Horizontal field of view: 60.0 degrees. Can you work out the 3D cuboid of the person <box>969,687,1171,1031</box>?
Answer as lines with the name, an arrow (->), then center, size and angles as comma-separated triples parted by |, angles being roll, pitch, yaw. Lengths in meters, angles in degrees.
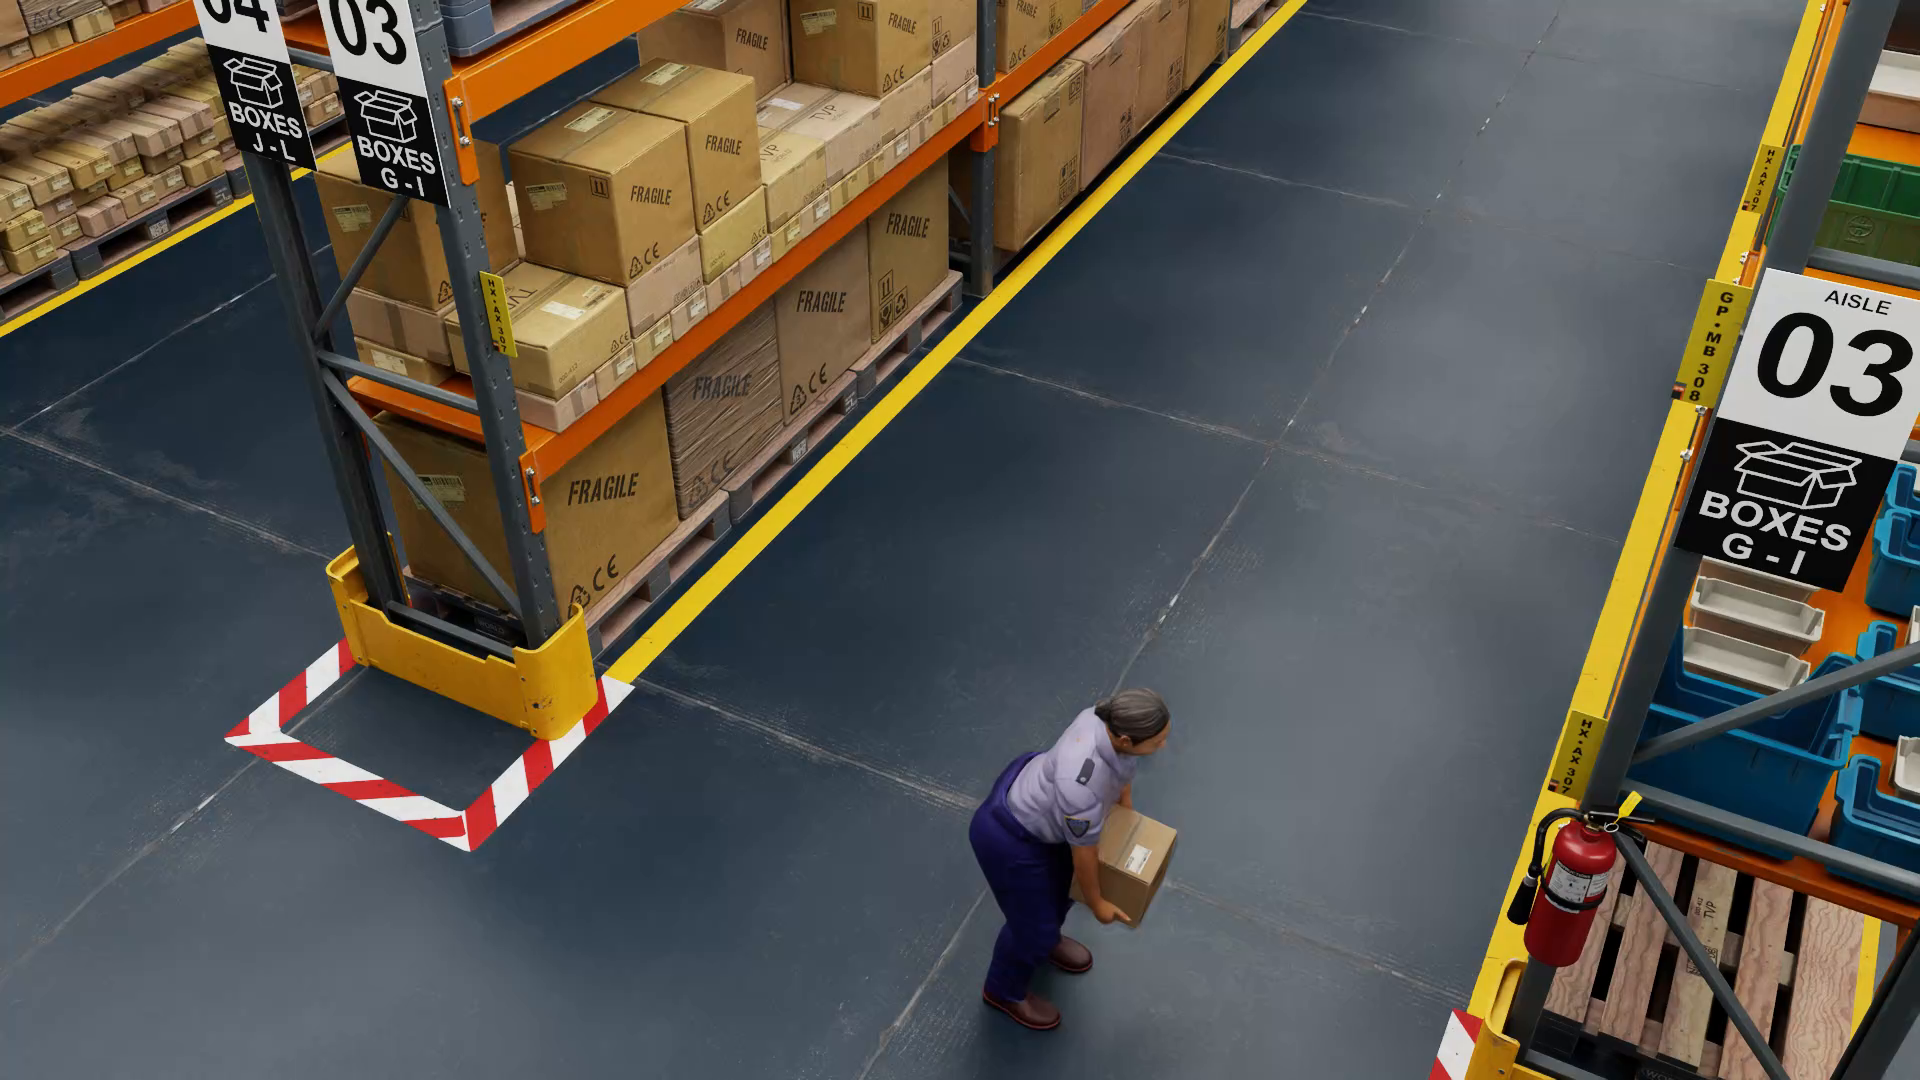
person -> 0.355, 1.023, 5.551 | 0.612, 1.544, 0.438 | 17, 41, 20
